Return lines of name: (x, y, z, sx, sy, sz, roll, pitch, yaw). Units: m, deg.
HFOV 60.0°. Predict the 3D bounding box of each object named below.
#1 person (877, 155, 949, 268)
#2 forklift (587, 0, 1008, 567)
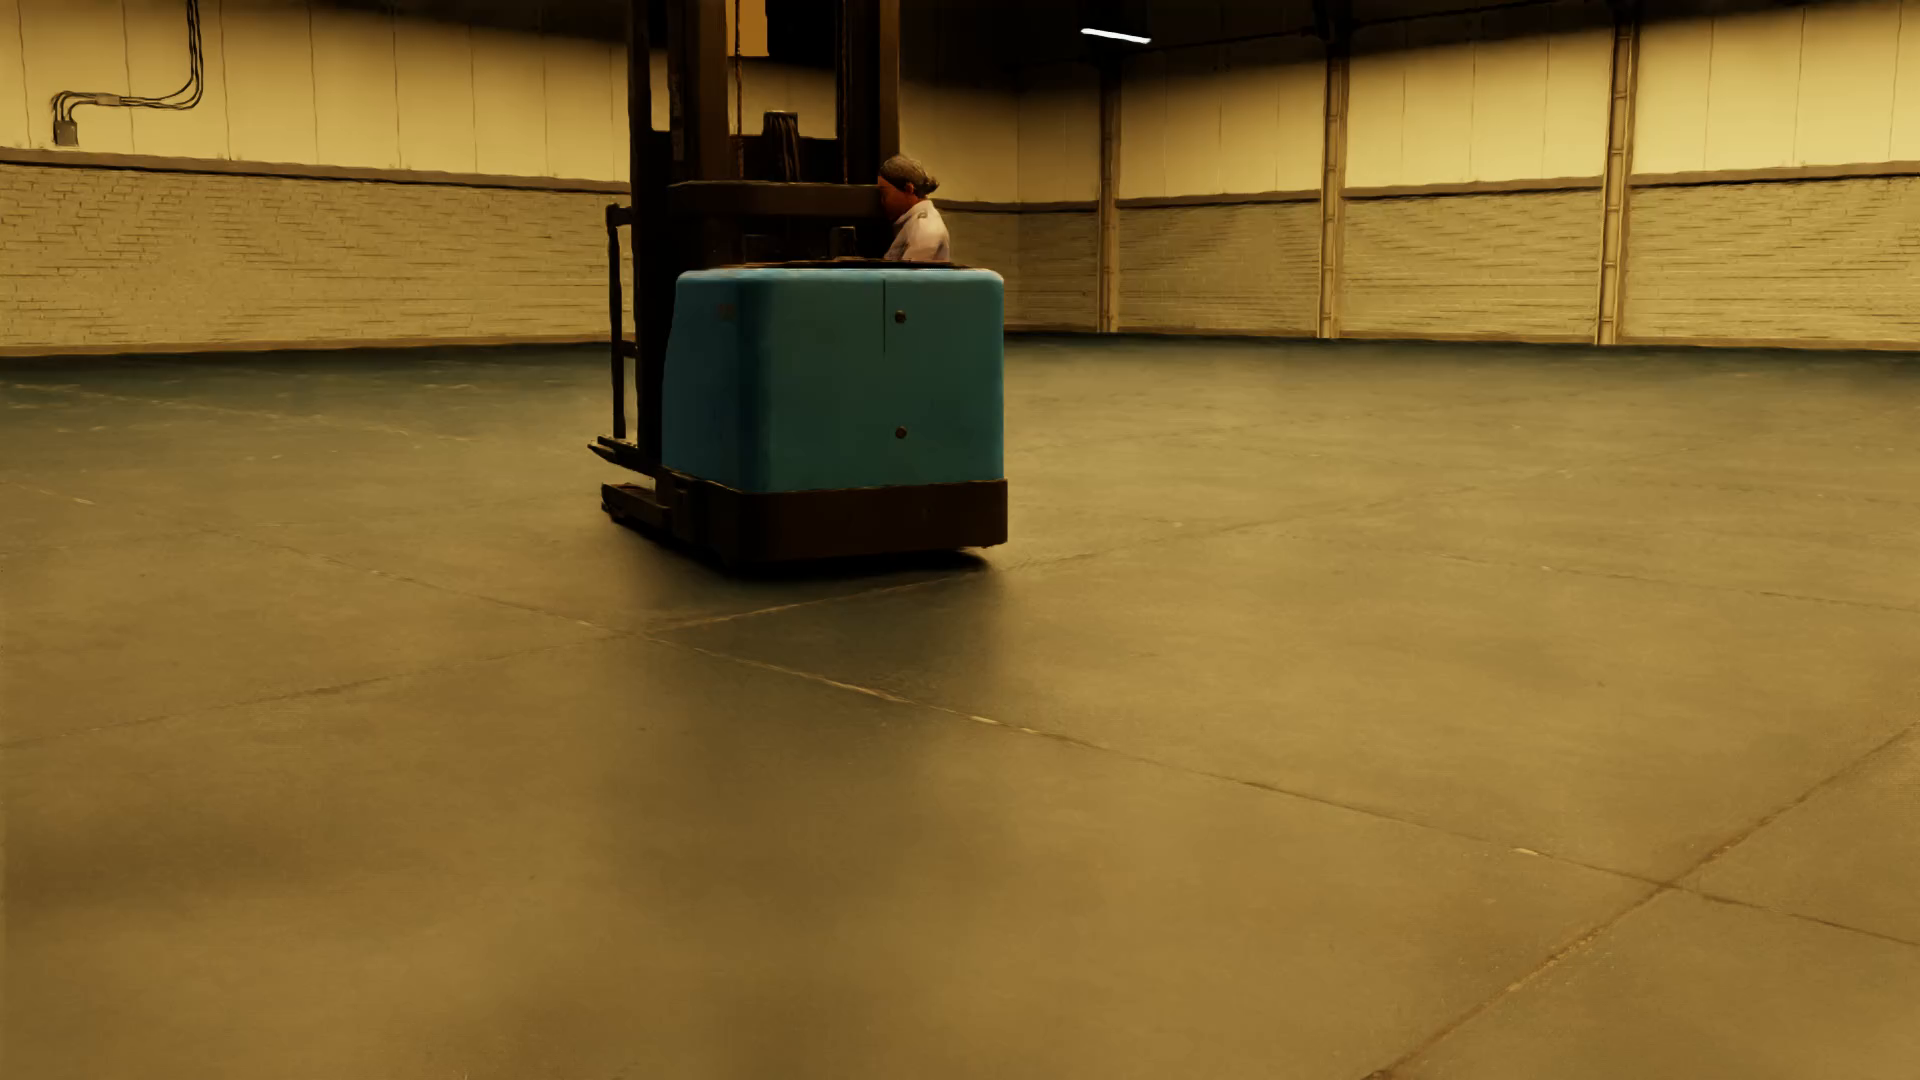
person: (-0.379, -0.799, 6.640, 0.811, 1.436, 0.742, 0, 9, -1)
forklift: (-0.923, -1.534, 7.064, 1.130, 2.935, 3.031, -4, 10, -26)
